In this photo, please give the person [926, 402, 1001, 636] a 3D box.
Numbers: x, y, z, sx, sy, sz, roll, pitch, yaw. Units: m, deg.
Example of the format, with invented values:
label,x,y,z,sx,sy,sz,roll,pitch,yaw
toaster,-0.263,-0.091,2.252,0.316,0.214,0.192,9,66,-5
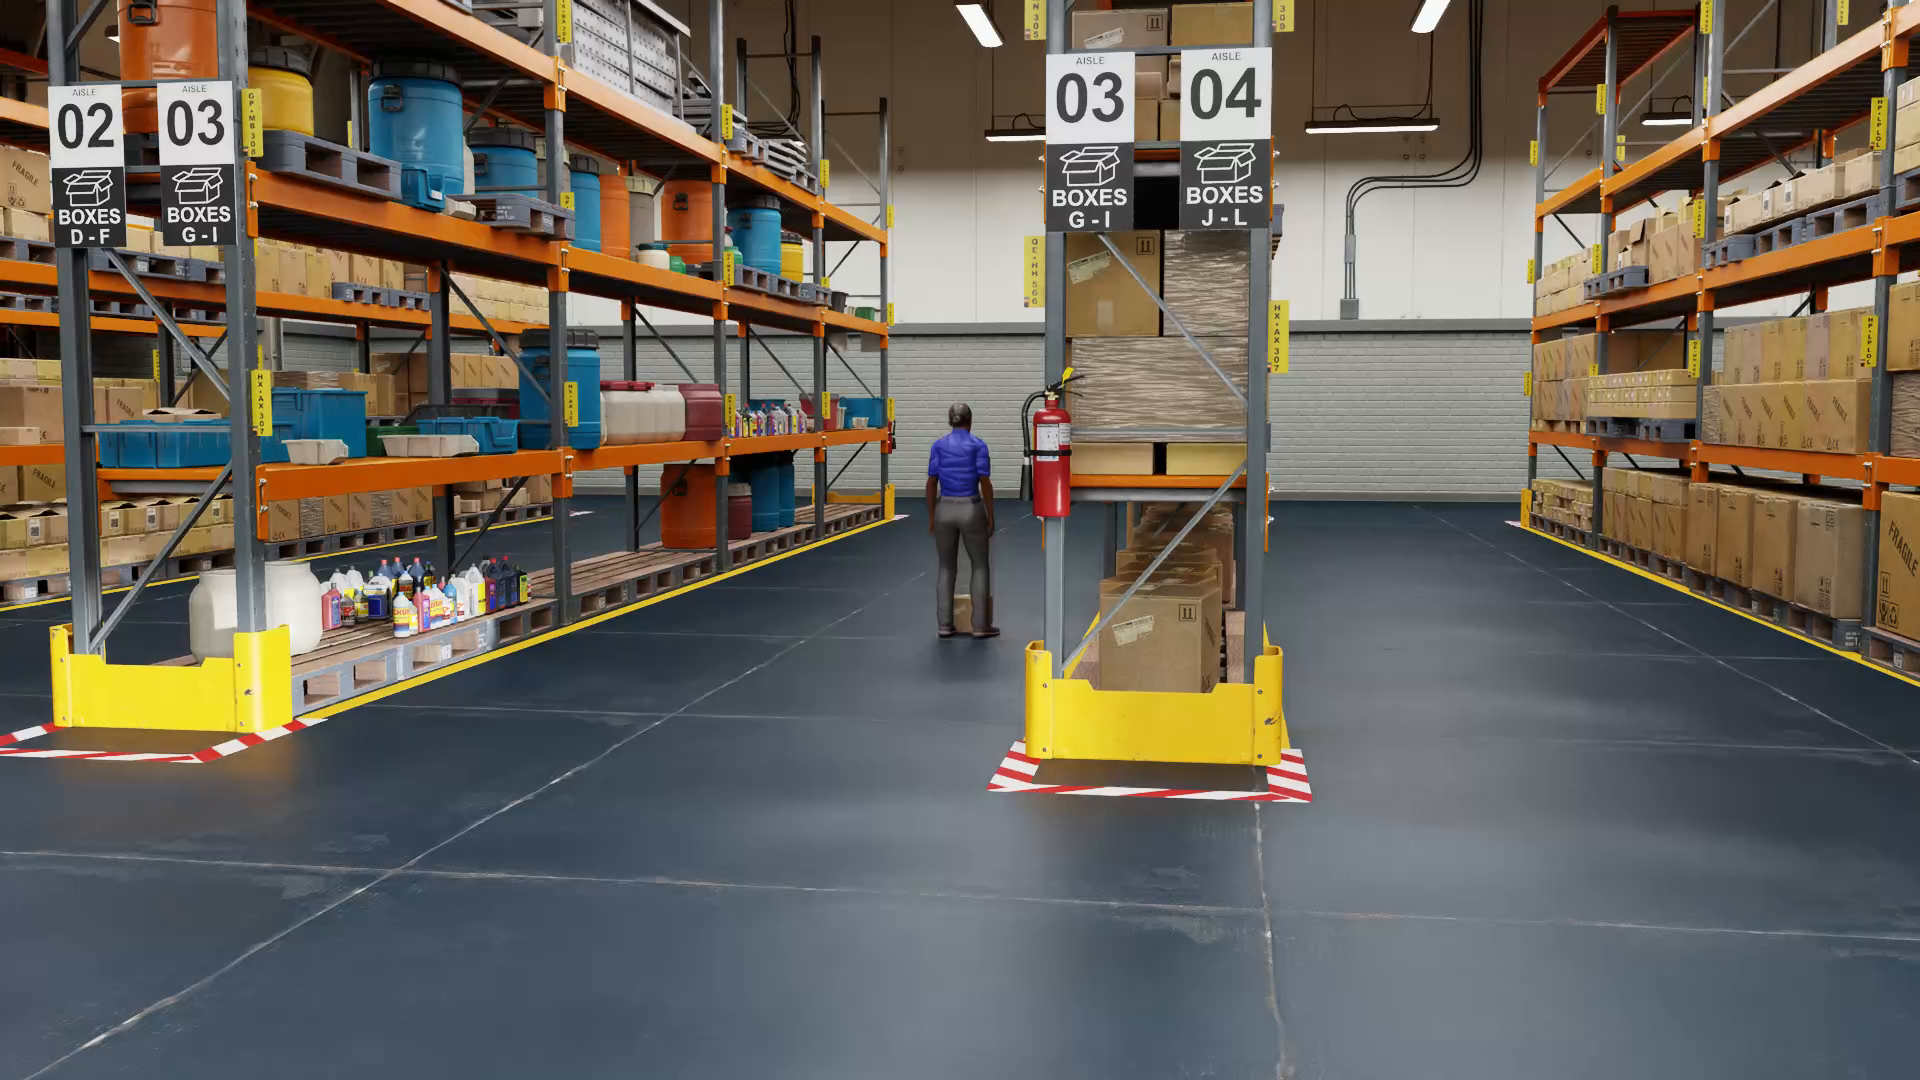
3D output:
label,x,y,z,sx,sy,sz,roll,pitch,yaw
person,0.016,-0.146,11.764,0.512,1.653,0.348,1,5,16
